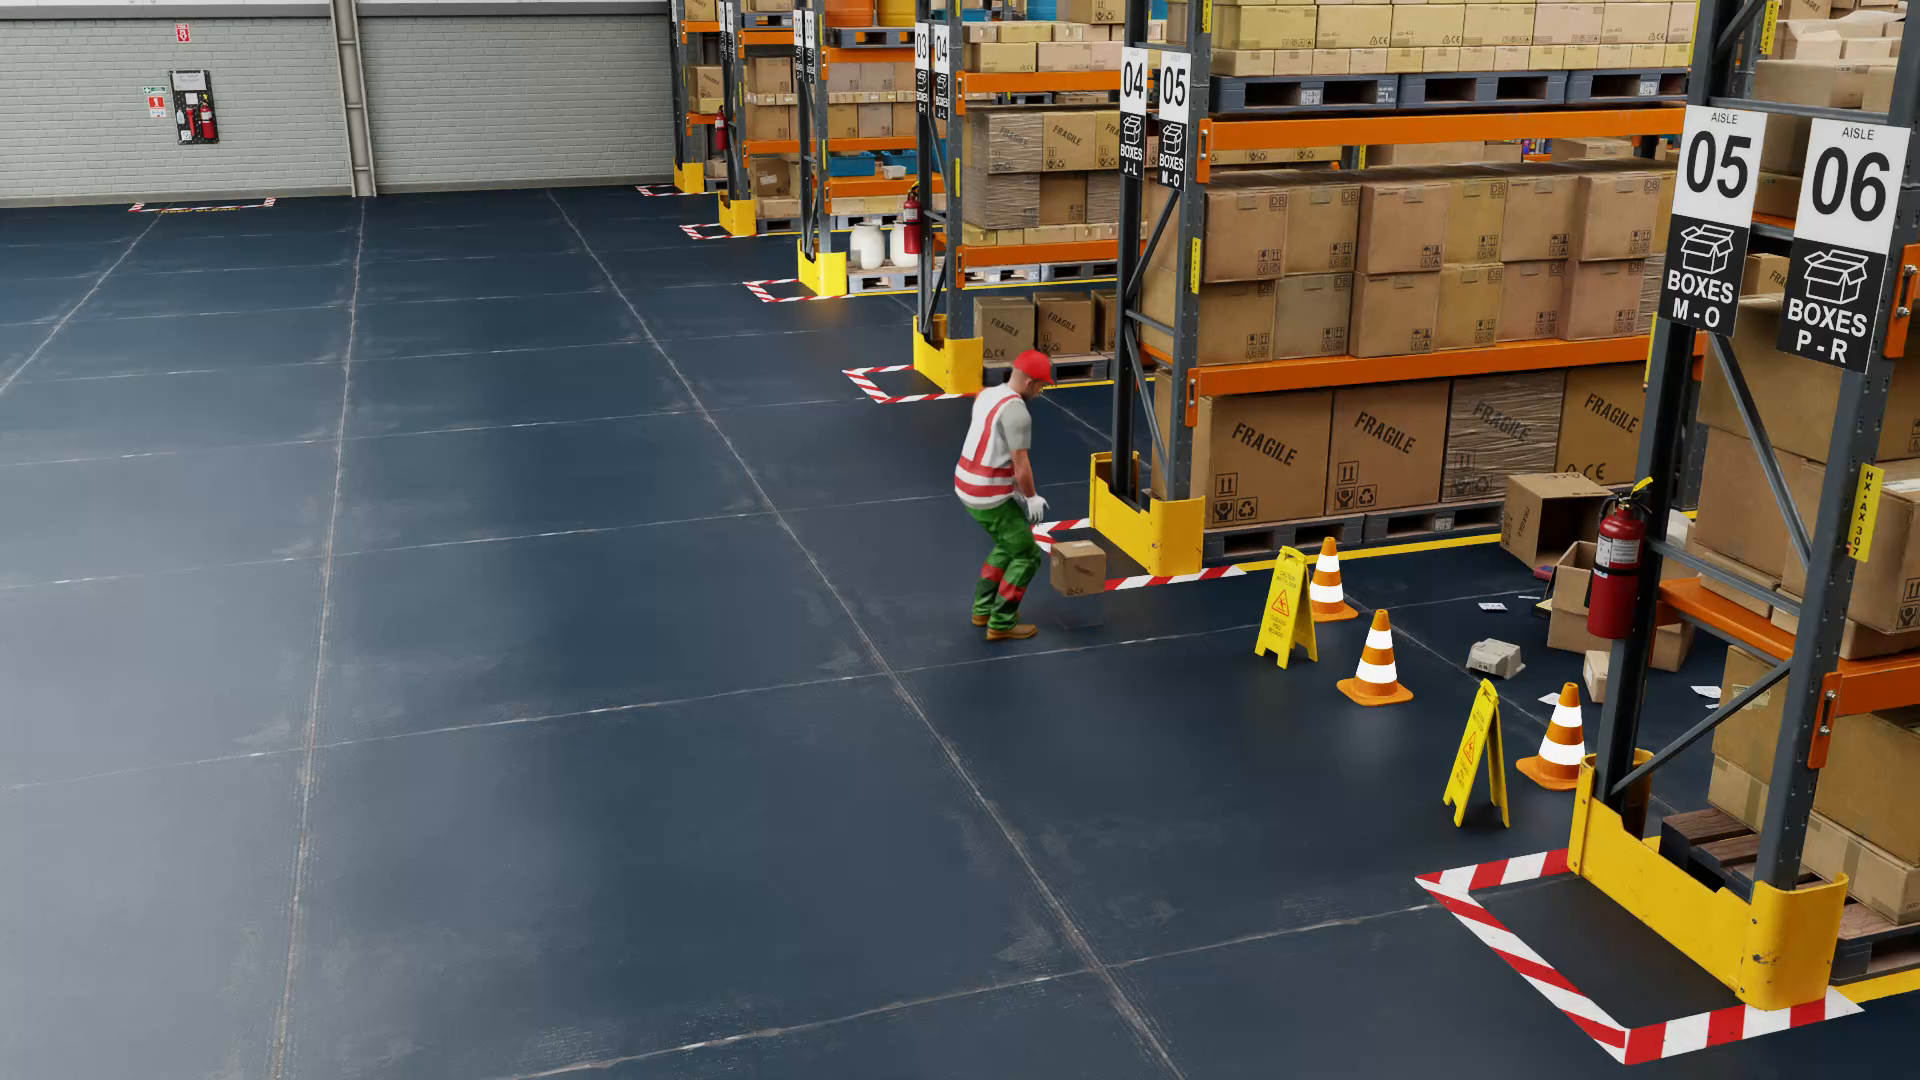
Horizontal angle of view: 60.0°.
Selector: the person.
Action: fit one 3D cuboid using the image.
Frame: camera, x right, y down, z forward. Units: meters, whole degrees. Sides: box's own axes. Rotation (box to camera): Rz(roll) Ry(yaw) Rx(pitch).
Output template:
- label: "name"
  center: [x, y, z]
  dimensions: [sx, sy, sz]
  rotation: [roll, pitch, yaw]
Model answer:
- label: "person"
  center: [0.260, -0.268, 9.527]
  dimensions: [0.580, 1.647, 0.564]
  rotation: [-6, 20, -16]
